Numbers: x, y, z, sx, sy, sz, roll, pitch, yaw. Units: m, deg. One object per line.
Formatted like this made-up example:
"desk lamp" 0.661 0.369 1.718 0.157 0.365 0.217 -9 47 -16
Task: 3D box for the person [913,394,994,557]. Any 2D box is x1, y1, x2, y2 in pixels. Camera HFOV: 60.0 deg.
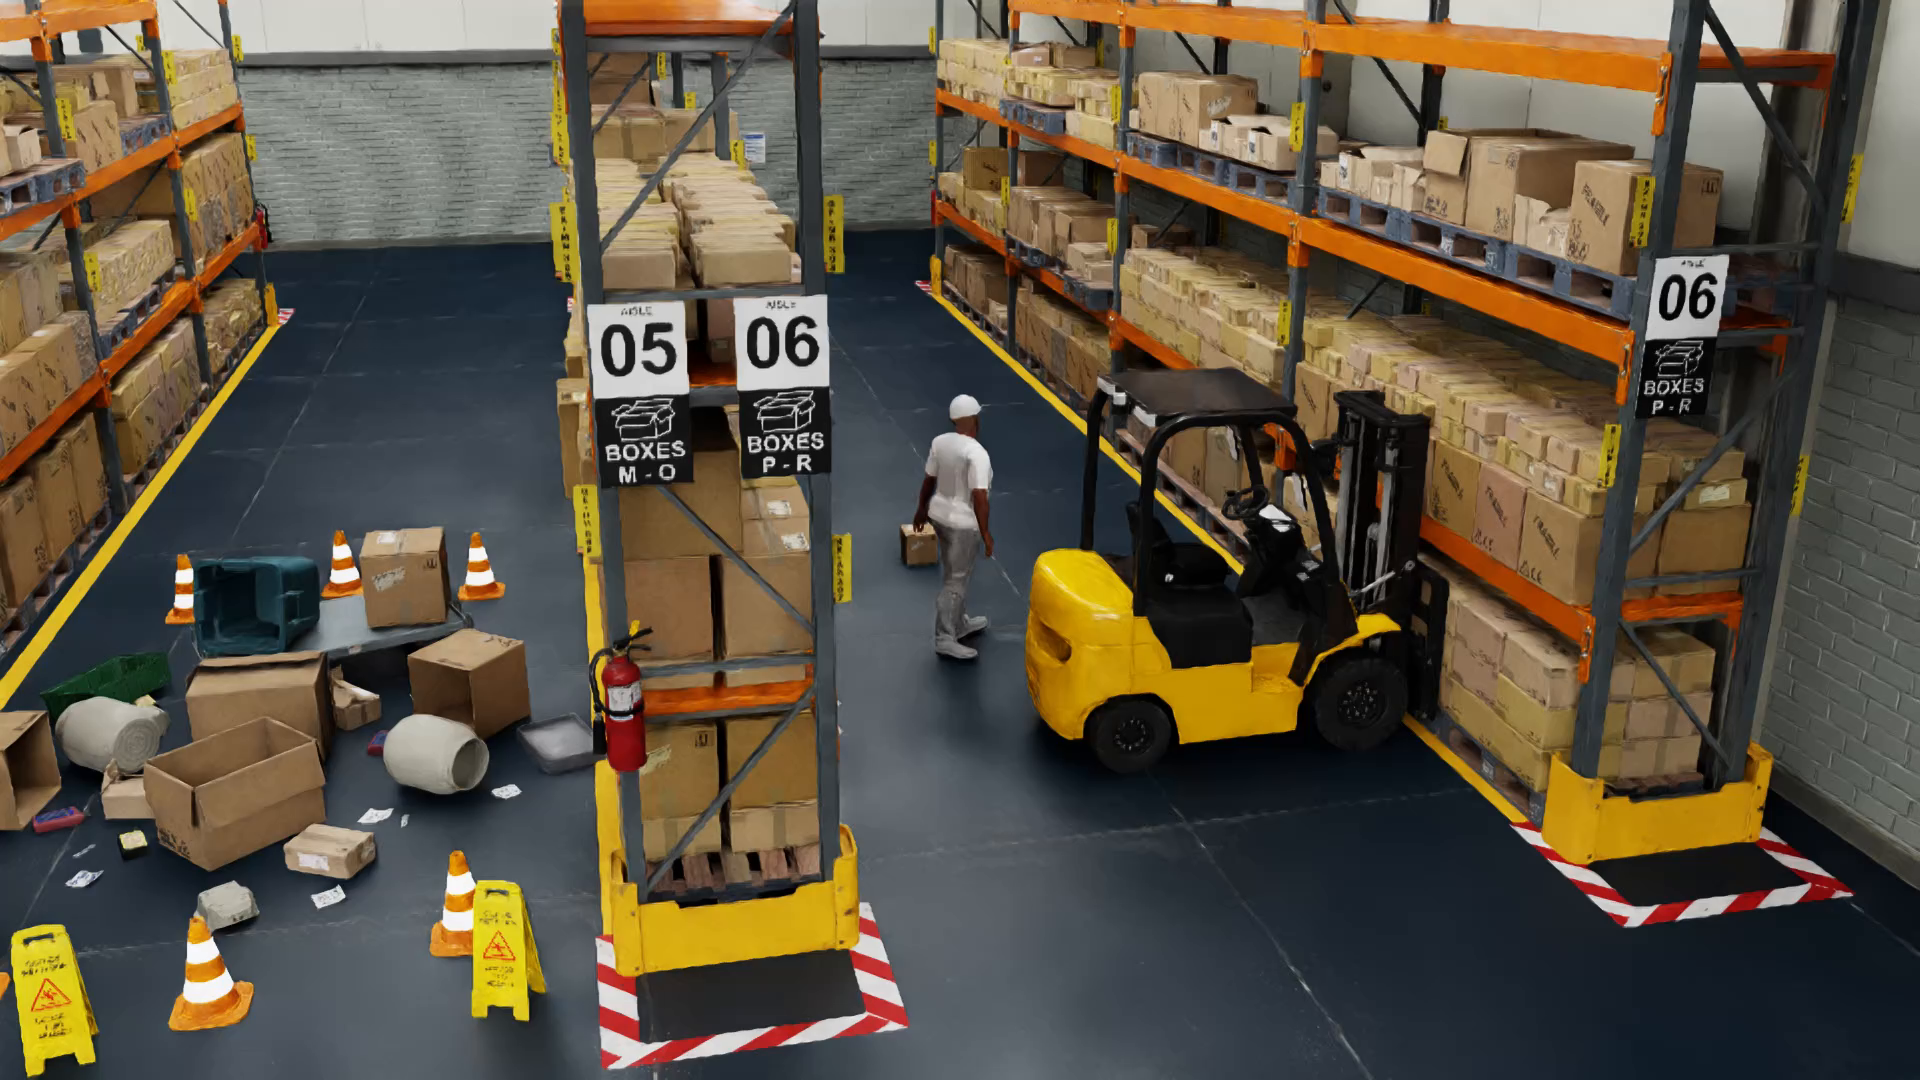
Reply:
"person" -0.012 -0.466 11.235 0.414 1.047 0.732 -13 23 -33
